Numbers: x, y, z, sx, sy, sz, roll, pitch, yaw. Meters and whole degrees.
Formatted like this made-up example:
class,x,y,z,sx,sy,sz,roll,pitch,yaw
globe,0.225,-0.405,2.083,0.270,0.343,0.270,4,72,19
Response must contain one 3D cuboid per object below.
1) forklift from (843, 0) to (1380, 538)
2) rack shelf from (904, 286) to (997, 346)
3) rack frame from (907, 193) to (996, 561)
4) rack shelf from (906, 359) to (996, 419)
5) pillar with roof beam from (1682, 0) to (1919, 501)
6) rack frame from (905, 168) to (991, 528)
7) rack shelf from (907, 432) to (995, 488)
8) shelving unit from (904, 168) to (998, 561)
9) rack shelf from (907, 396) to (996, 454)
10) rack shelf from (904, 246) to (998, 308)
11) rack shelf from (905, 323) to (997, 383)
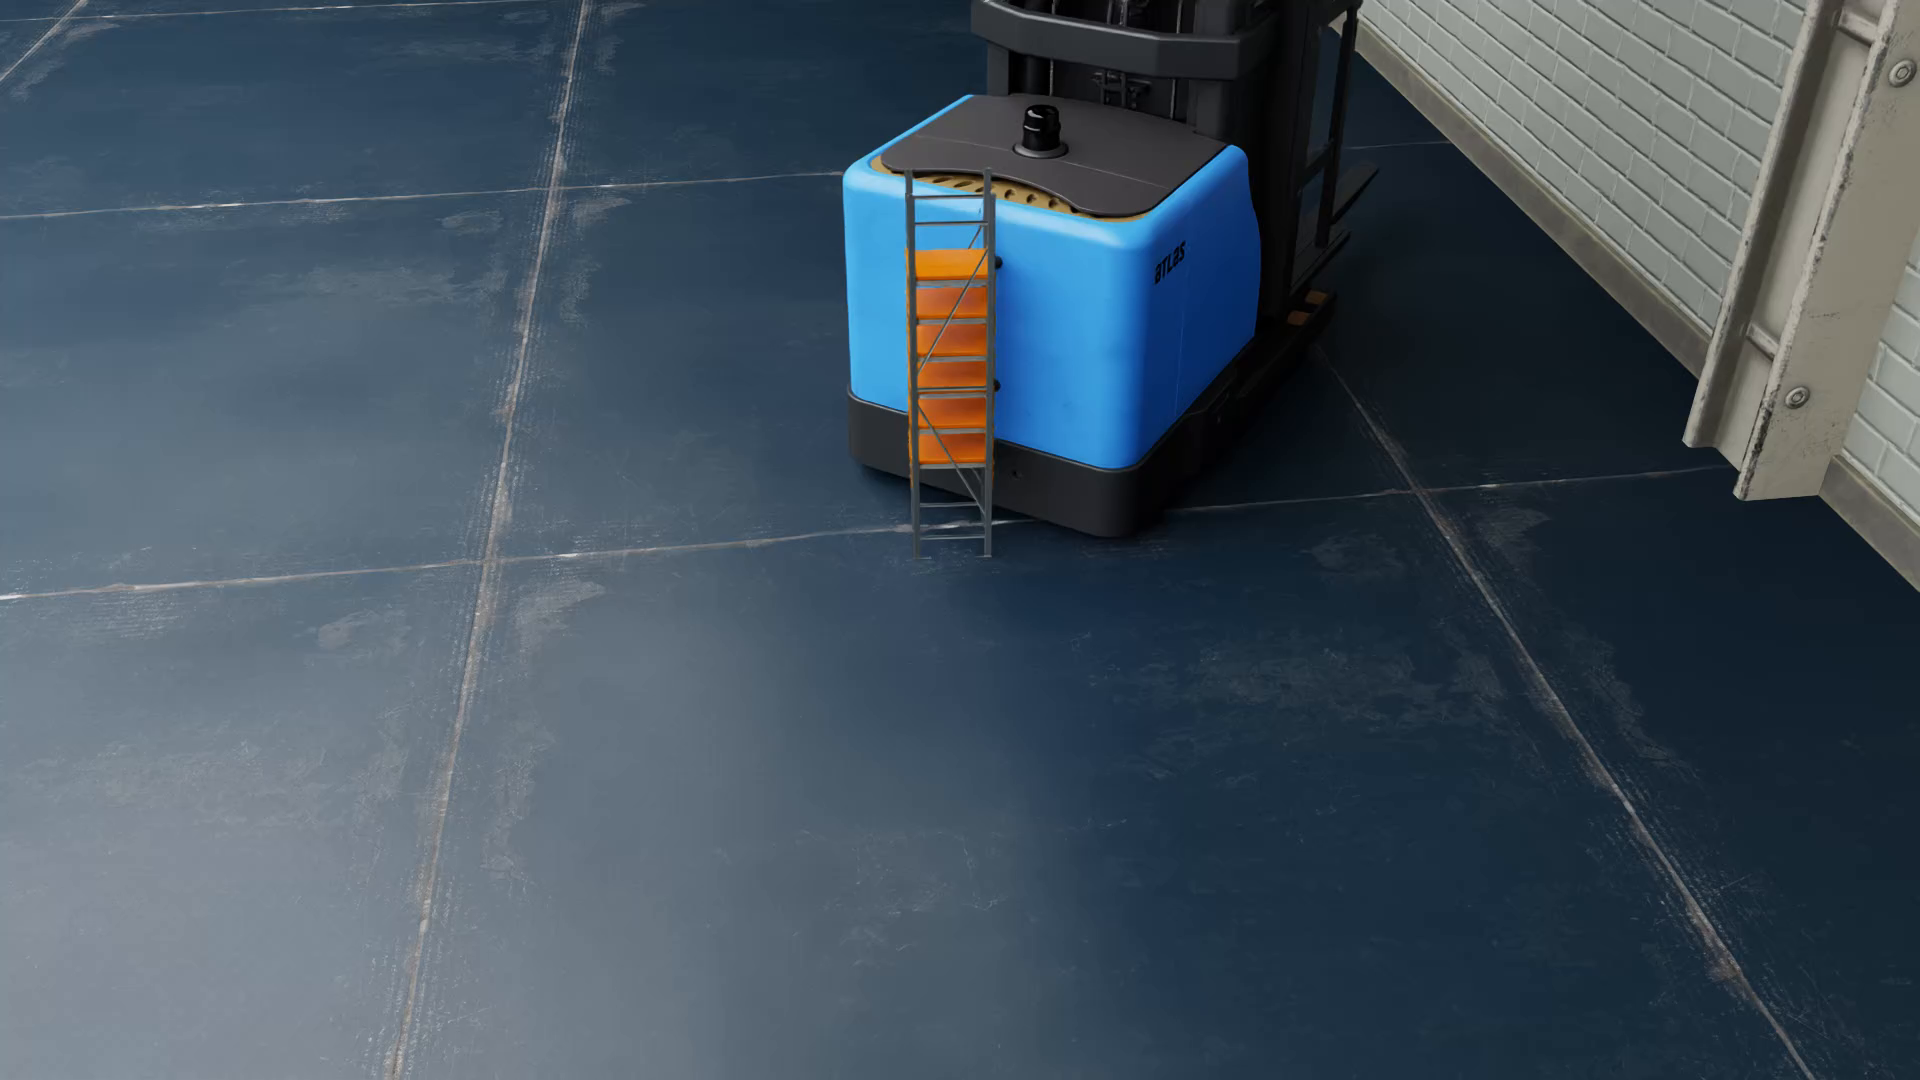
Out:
class,x,y,z,sx,sy,sz,roll,pitch,yaw
forklift,0.794,-2.024,5.617,1.130,2.935,3.031,18,38,24
rack shelf,-0.028,-0.649,4.790,0.258,0.103,0.180,-2,34,-3
rack frame,-0.023,-0.436,4.825,0.240,1.200,0.006,-2,34,-3
rack shelf,-0.028,-0.451,4.925,0.258,0.103,0.180,-2,34,-3
pillar with roof beam,-1.587,-3.643,2.605,9.100,9.000,0.400,-4,35,-6
rack frame,-0.033,-0.539,4.976,0.240,1.200,0.006,-2,34,-3
rack shelf,-0.028,-0.253,5.060,0.258,0.103,0.180,-2,34,-3
shelving unit,-0.028,-0.488,4.900,0.258,1.200,0.189,-2,34,-3
rack shelf,-0.028,-0.352,4.993,0.258,0.103,0.180,-2,34,-3
rack shelf,-0.028,-0.749,4.723,0.258,0.103,0.180,-2,34,-3
rack shelf,-0.028,-0.550,4.858,0.258,0.103,0.180,-2,34,-3
